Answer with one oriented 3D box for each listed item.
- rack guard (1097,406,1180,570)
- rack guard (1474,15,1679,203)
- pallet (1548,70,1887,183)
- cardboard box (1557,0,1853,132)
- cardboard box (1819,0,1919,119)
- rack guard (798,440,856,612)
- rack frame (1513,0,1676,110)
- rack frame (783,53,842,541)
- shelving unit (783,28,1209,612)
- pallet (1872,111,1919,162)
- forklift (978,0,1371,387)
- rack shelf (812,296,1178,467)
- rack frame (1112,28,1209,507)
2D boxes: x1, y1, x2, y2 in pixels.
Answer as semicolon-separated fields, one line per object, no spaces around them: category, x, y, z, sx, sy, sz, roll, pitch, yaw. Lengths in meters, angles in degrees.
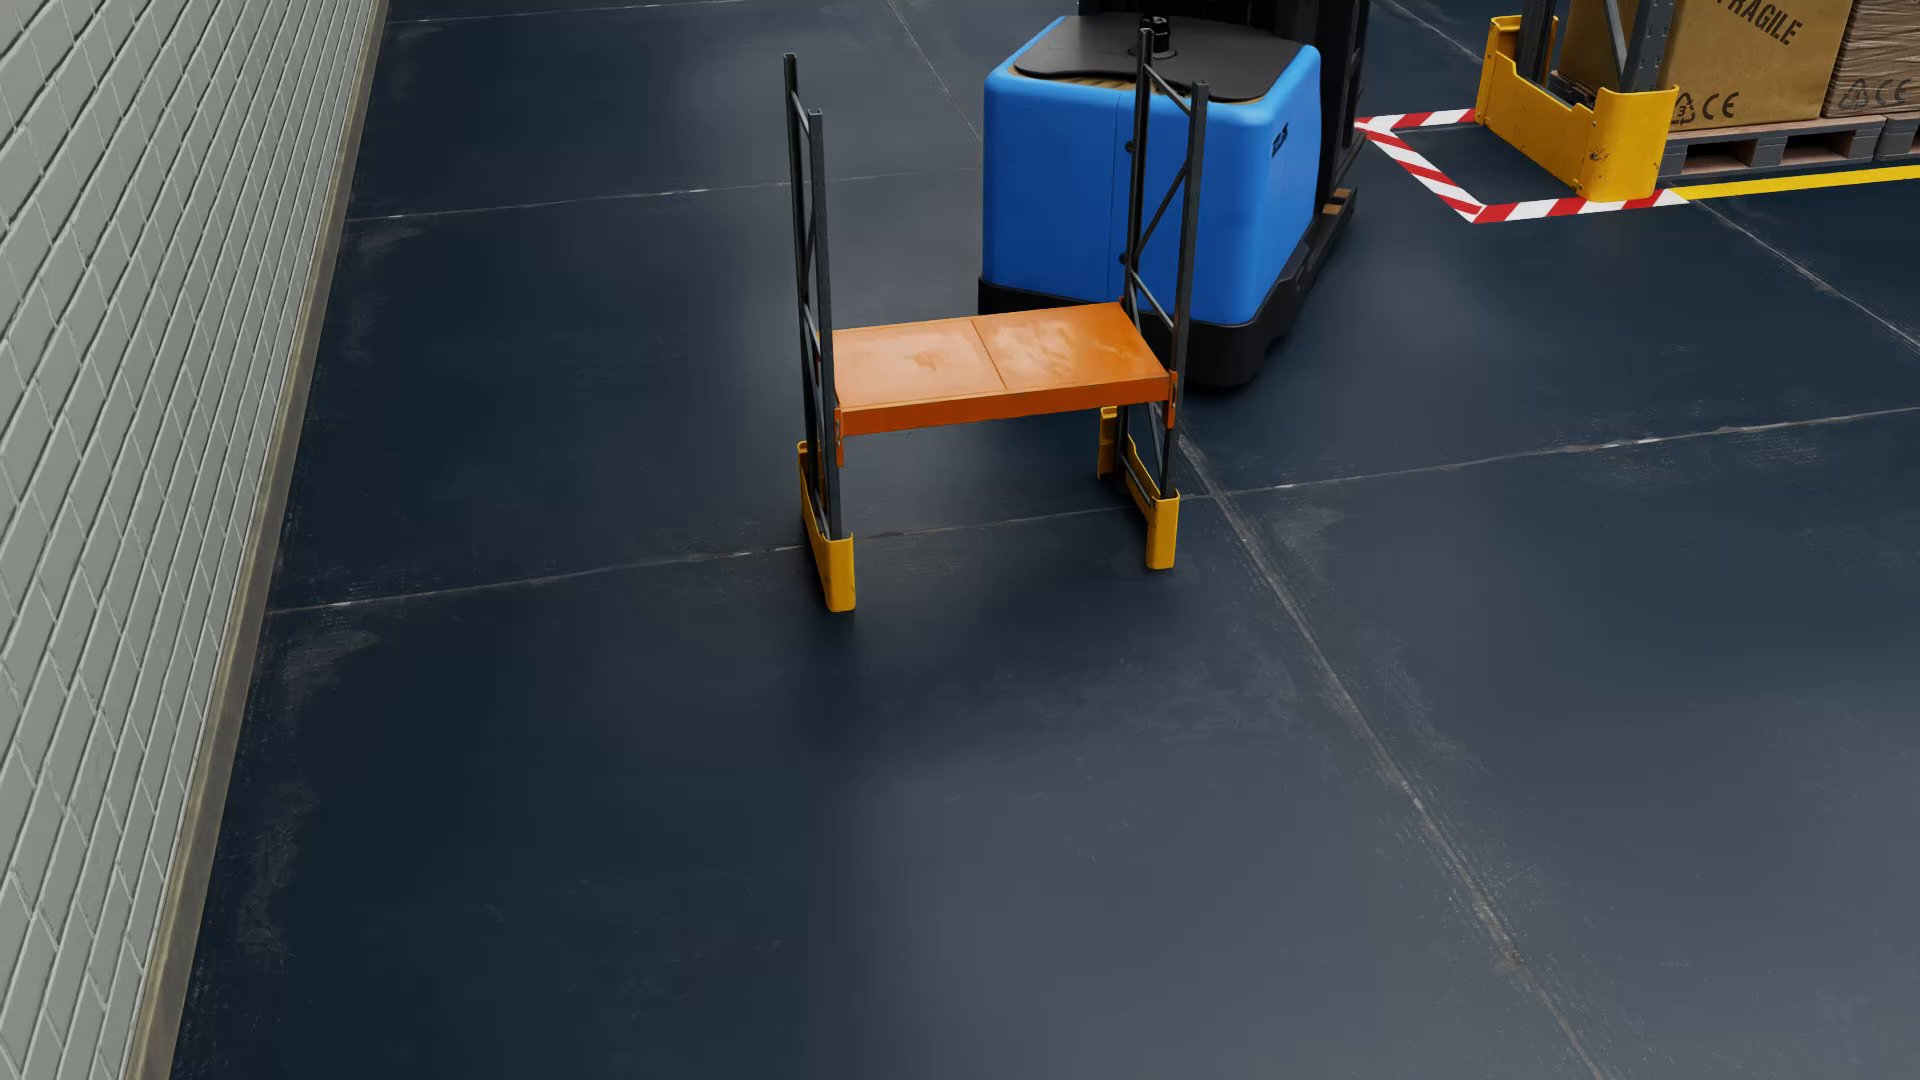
rack guard;0.560;-0.174;5.286;0.087;0.250;0.587;-7;35;-11
rack guard;2.886;-2.064;7.878;0.348;0.500;1.175;-7;35;-11
pallet;3.672;-2.088;8.172;1.213;0.211;1.003;-7;35;-11
cardboard box;3.516;-2.520;7.843;0.875;0.875;0.875;-7;35;-11
cardboard box;4.404;-2.631;8.009;0.875;0.875;0.875;-7;35;-11
rack guard;-0.411;-0.052;5.103;0.087;0.250;0.587;-7;35;-11
rack frame;2.909;-3.105;7.185;0.127;3.000;1.000;-7;35;-11
rack frame;-0.413;-0.571;4.755;0.032;1.500;0.500;-7;35;-11
shelving unit;0.074;-0.632;4.846;1.083;1.500;0.587;-7;35;-11
pallet;4.860;-2.236;8.393;1.213;0.211;1.003;-7;35;-11
forklift;1.097;-2.575;6.457;1.130;2.935;3.031;13;36;18
rack shelf;0.083;-0.484;4.948;1.000;0.185;0.538;-7;35;-11
rack frame;0.579;-0.696;4.941;0.032;1.500;0.500;-7;35;-11
